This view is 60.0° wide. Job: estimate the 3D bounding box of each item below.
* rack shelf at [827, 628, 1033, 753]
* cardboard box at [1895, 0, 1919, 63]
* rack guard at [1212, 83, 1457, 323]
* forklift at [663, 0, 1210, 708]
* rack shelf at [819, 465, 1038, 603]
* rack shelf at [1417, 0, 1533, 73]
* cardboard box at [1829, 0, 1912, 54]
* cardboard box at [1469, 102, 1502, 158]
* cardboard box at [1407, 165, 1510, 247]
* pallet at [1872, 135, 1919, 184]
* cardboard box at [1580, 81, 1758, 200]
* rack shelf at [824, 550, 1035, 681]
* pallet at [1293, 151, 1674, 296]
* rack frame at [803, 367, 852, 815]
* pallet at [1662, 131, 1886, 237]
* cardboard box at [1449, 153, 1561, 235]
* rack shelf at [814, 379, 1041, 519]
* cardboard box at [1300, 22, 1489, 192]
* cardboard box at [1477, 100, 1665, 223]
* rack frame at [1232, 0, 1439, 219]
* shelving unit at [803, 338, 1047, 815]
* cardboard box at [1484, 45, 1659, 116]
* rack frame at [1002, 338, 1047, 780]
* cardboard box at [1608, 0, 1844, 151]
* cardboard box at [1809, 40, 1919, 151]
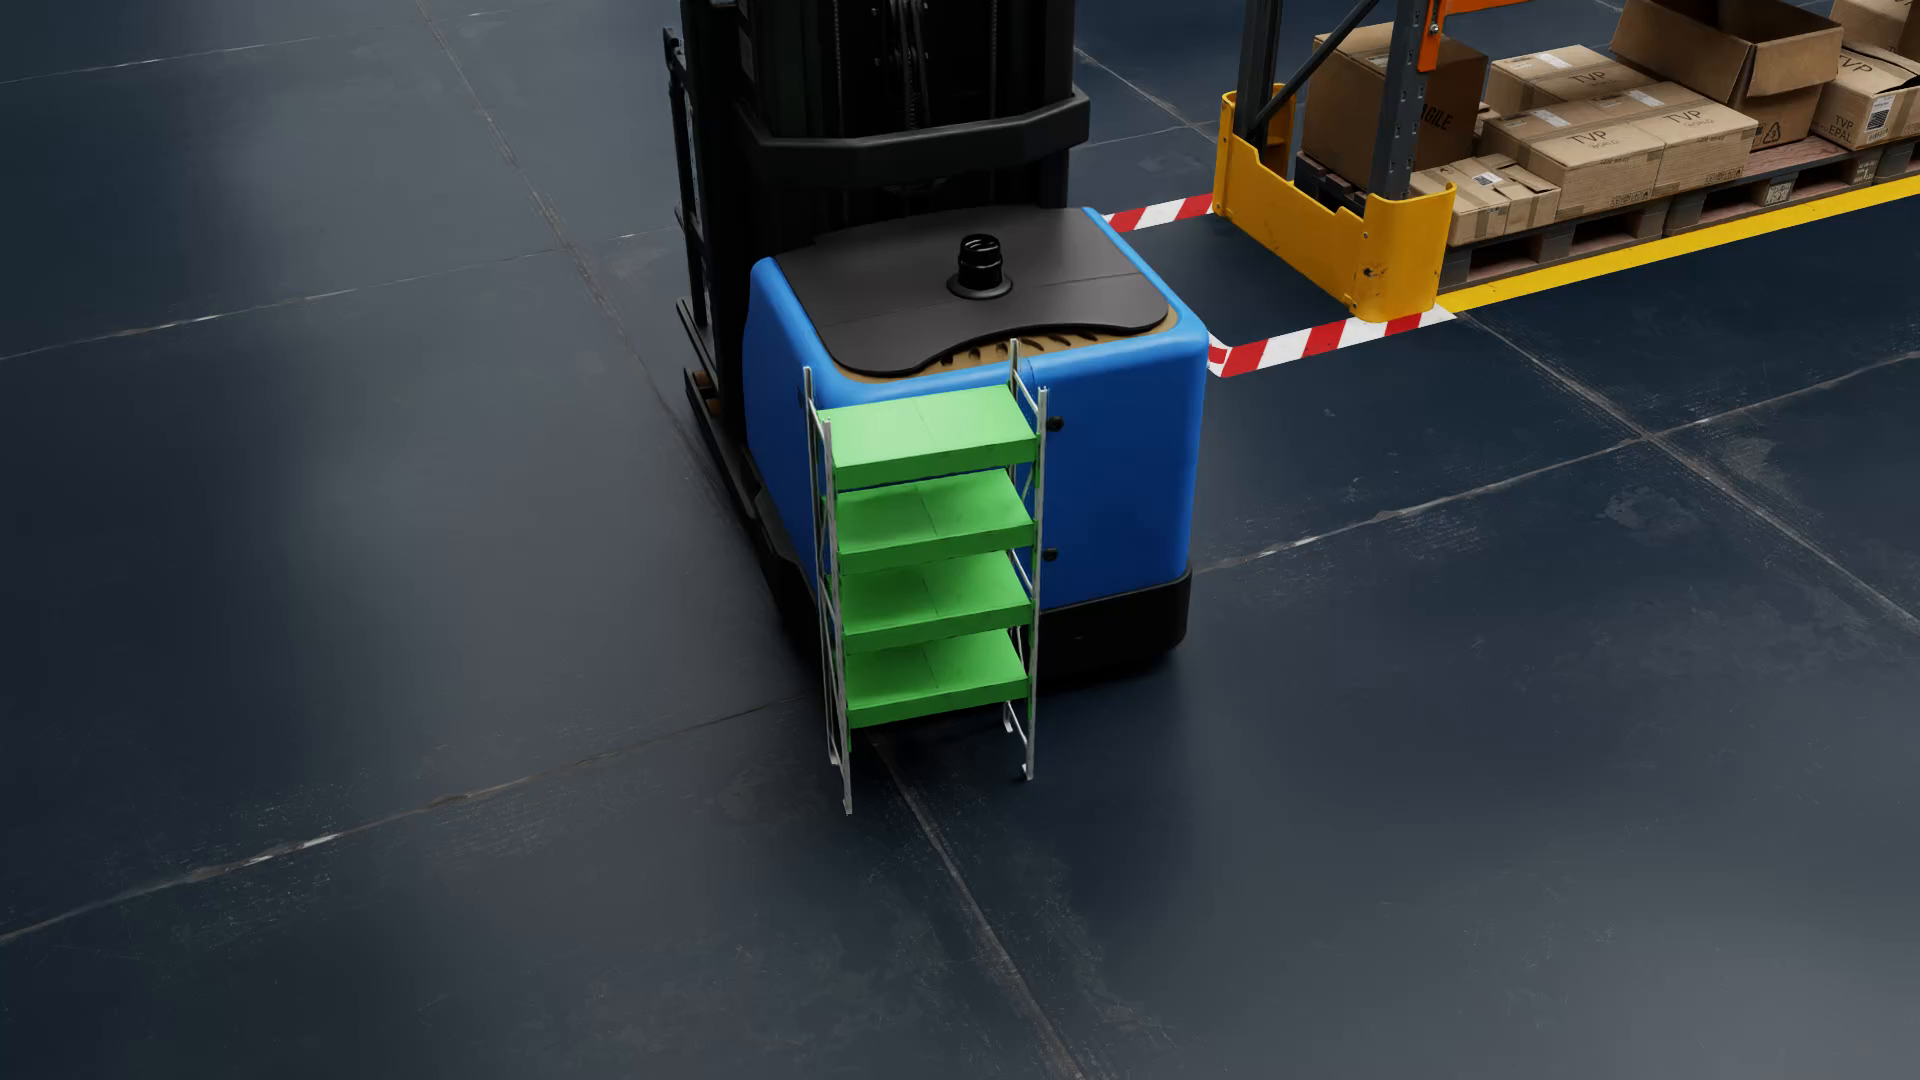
[{"bbox_3d":[-0.081,0.365,4.261,0.480,0.148,0.258,-9,38,-12],"label":"rack shelf"},{"bbox_3d":[4.625,-2.249,7.494,0.500,0.500,0.500,-16,39,-20],"label":"cardboard box"},{"bbox_3d":[1.468,-1.377,6.686,0.348,0.500,1.175,-16,39,-20],"label":"rack guard"},{"bbox_3d":[-0.322,-1.572,4.909,1.130,2.935,3.031,-12,38,-16],"label":"forklift"},{"bbox_3d":[-0.081,-0.020,3.975,0.480,0.148,0.258,-9,38,-12],"label":"rack shelf"},{"bbox_3d":[3.210,-2.579,6.813,4.000,0.370,1.077,-16,39,-20],"label":"rack shelf"},{"bbox_3d":[4.549,-2.481,7.965,0.500,0.311,0.500,-16,39,-20],"label":"cardboard box"},{"bbox_3d":[2.192,-1.725,7.066,0.250,0.166,0.380,-16,39,-20],"label":"cardboard box"},{"bbox_3d":[1.925,-1.314,6.527,0.250,0.149,0.380,-16,39,-20],"label":"cardboard box"},{"bbox_3d":[4.398,-2.080,7.878,1.213,0.211,1.003,-16,39,-20],"label":"pallet"},{"bbox_3d":[2.918,-1.671,6.924,0.500,0.250,0.500,-16,39,-20],"label":"cardboard box"},{"bbox_3d":[-0.081,0.172,4.118,0.480,0.148,0.258,-9,38,-12],"label":"rack shelf"},{"bbox_3d":[2.190,-1.463,7.045,1.213,0.211,1.003,-16,39,-20],"label":"pallet"},{"bbox_3d":[-0.316,0.159,4.029,0.015,1.200,0.240,-9,38,-12],"label":"rack frame"},{"bbox_3d":[3.292,-1.769,7.458,1.213,0.211,1.003,-16,39,-20],"label":"pallet"},{"bbox_3d":[2.151,-1.384,6.607,0.250,0.166,0.380,-16,39,-20],"label":"cardboard box"},{"bbox_3d":[-0.081,-0.213,3.832,0.480,0.148,0.258,-9,38,-12],"label":"rack shelf"},{"bbox_3d":[1.787,-1.805,6.894,0.500,0.500,0.500,-16,39,-20],"label":"cardboard box"},{"bbox_3d":[2.465,-1.545,6.754,0.500,0.250,0.500,-16,39,-20],"label":"cardboard box"},{"bbox_3d":[1.400,-2.361,5.916,0.127,3.000,1.000,-16,39,-20],"label":"rack frame"},{"bbox_3d":[-0.081,0.121,4.080,0.503,1.200,0.258,-9,38,-12],"label":"shelving unit"},{"bbox_3d":[2.660,-1.928,7.271,0.500,0.250,0.500,-16,39,-20],"label":"cardboard box"},{"bbox_3d":[0.155,0.083,4.131,0.015,1.200,0.240,-9,38,-12],"label":"rack frame"},{"bbox_3d":[3.322,-2.070,7.249,0.637,0.503,0.797,-16,39,-20],"label":"cardboard box"},{"bbox_3d":[3.946,-1.984,7.294,0.500,0.311,0.500,-16,39,-20],"label":"cardboard box"}]
